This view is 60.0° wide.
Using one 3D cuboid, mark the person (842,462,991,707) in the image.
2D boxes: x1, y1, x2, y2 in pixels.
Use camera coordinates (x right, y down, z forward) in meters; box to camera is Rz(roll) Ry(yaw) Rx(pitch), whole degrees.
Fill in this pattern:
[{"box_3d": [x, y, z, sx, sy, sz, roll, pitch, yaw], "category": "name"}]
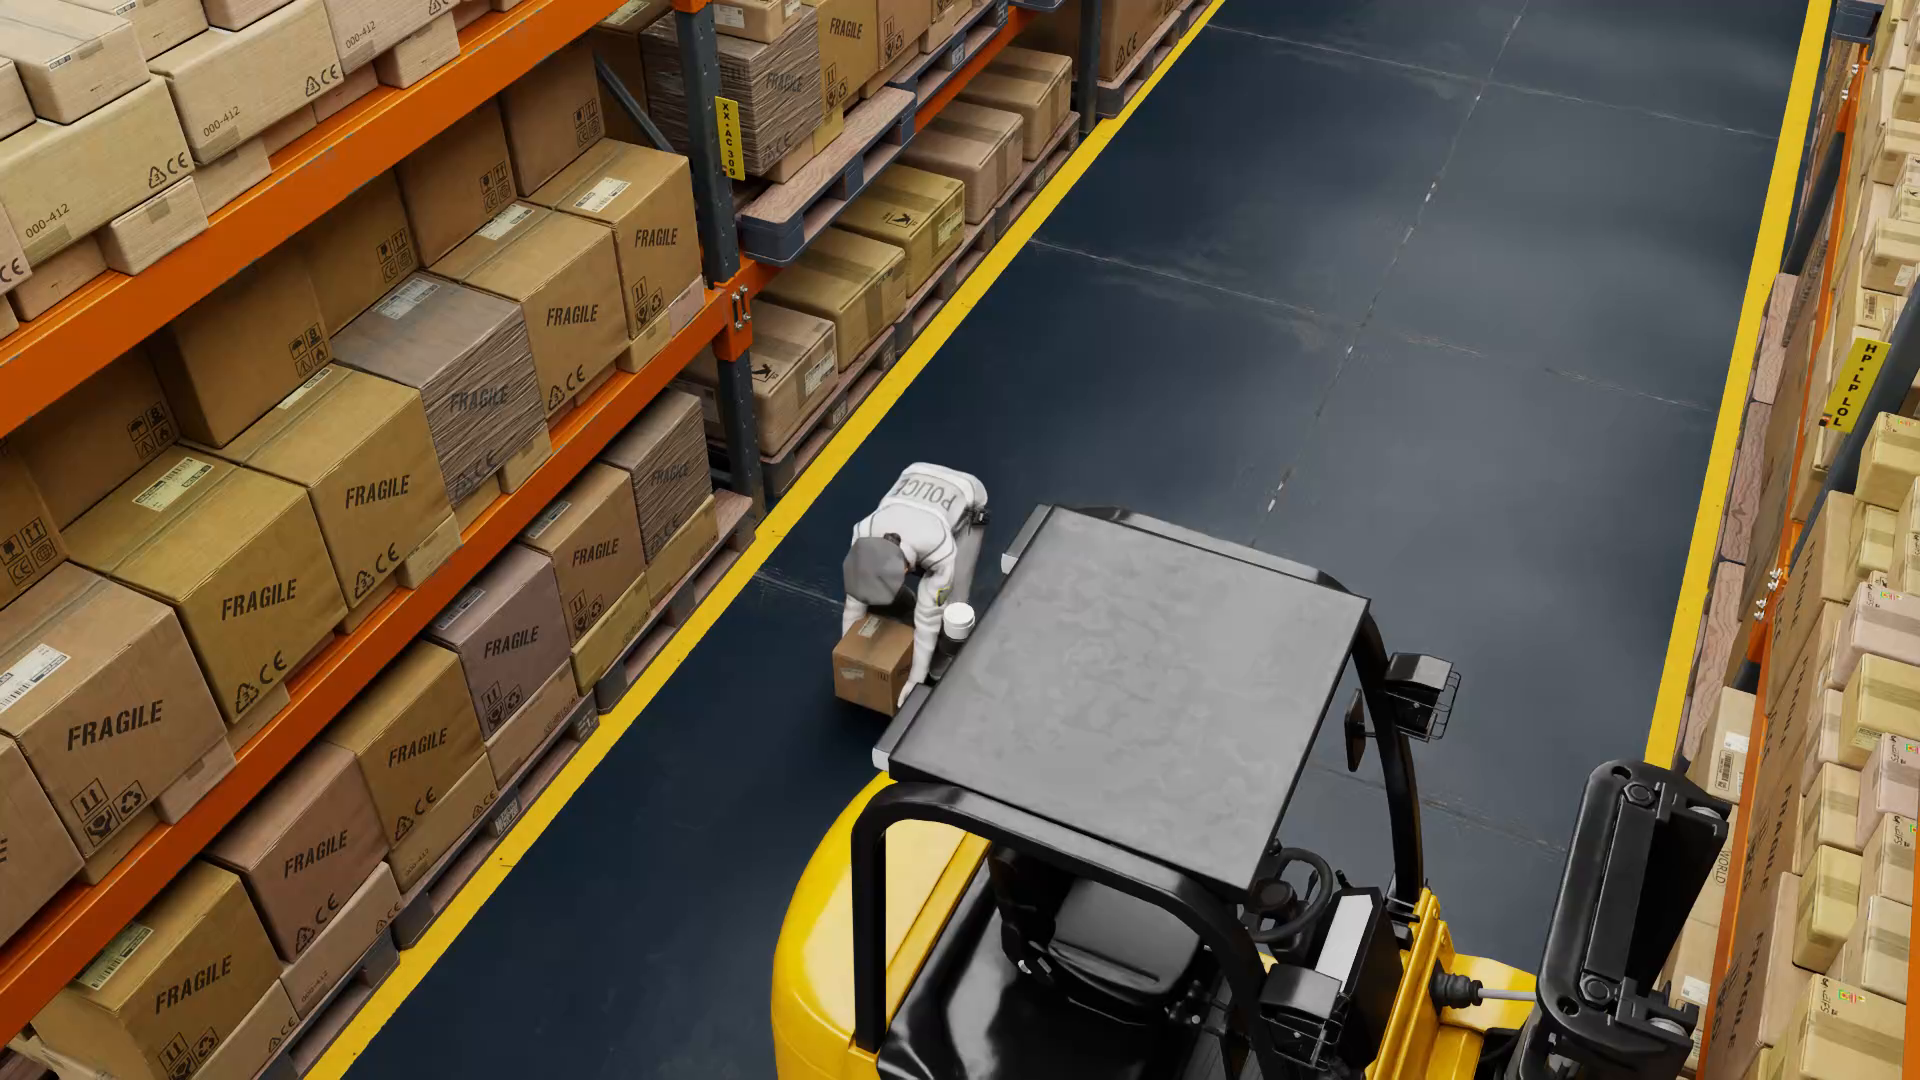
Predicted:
[{"box_3d": [-0.189, 0.171, 6.530, 0.456, 0.979, 0.911, 16, 45, 17], "category": "person"}]
